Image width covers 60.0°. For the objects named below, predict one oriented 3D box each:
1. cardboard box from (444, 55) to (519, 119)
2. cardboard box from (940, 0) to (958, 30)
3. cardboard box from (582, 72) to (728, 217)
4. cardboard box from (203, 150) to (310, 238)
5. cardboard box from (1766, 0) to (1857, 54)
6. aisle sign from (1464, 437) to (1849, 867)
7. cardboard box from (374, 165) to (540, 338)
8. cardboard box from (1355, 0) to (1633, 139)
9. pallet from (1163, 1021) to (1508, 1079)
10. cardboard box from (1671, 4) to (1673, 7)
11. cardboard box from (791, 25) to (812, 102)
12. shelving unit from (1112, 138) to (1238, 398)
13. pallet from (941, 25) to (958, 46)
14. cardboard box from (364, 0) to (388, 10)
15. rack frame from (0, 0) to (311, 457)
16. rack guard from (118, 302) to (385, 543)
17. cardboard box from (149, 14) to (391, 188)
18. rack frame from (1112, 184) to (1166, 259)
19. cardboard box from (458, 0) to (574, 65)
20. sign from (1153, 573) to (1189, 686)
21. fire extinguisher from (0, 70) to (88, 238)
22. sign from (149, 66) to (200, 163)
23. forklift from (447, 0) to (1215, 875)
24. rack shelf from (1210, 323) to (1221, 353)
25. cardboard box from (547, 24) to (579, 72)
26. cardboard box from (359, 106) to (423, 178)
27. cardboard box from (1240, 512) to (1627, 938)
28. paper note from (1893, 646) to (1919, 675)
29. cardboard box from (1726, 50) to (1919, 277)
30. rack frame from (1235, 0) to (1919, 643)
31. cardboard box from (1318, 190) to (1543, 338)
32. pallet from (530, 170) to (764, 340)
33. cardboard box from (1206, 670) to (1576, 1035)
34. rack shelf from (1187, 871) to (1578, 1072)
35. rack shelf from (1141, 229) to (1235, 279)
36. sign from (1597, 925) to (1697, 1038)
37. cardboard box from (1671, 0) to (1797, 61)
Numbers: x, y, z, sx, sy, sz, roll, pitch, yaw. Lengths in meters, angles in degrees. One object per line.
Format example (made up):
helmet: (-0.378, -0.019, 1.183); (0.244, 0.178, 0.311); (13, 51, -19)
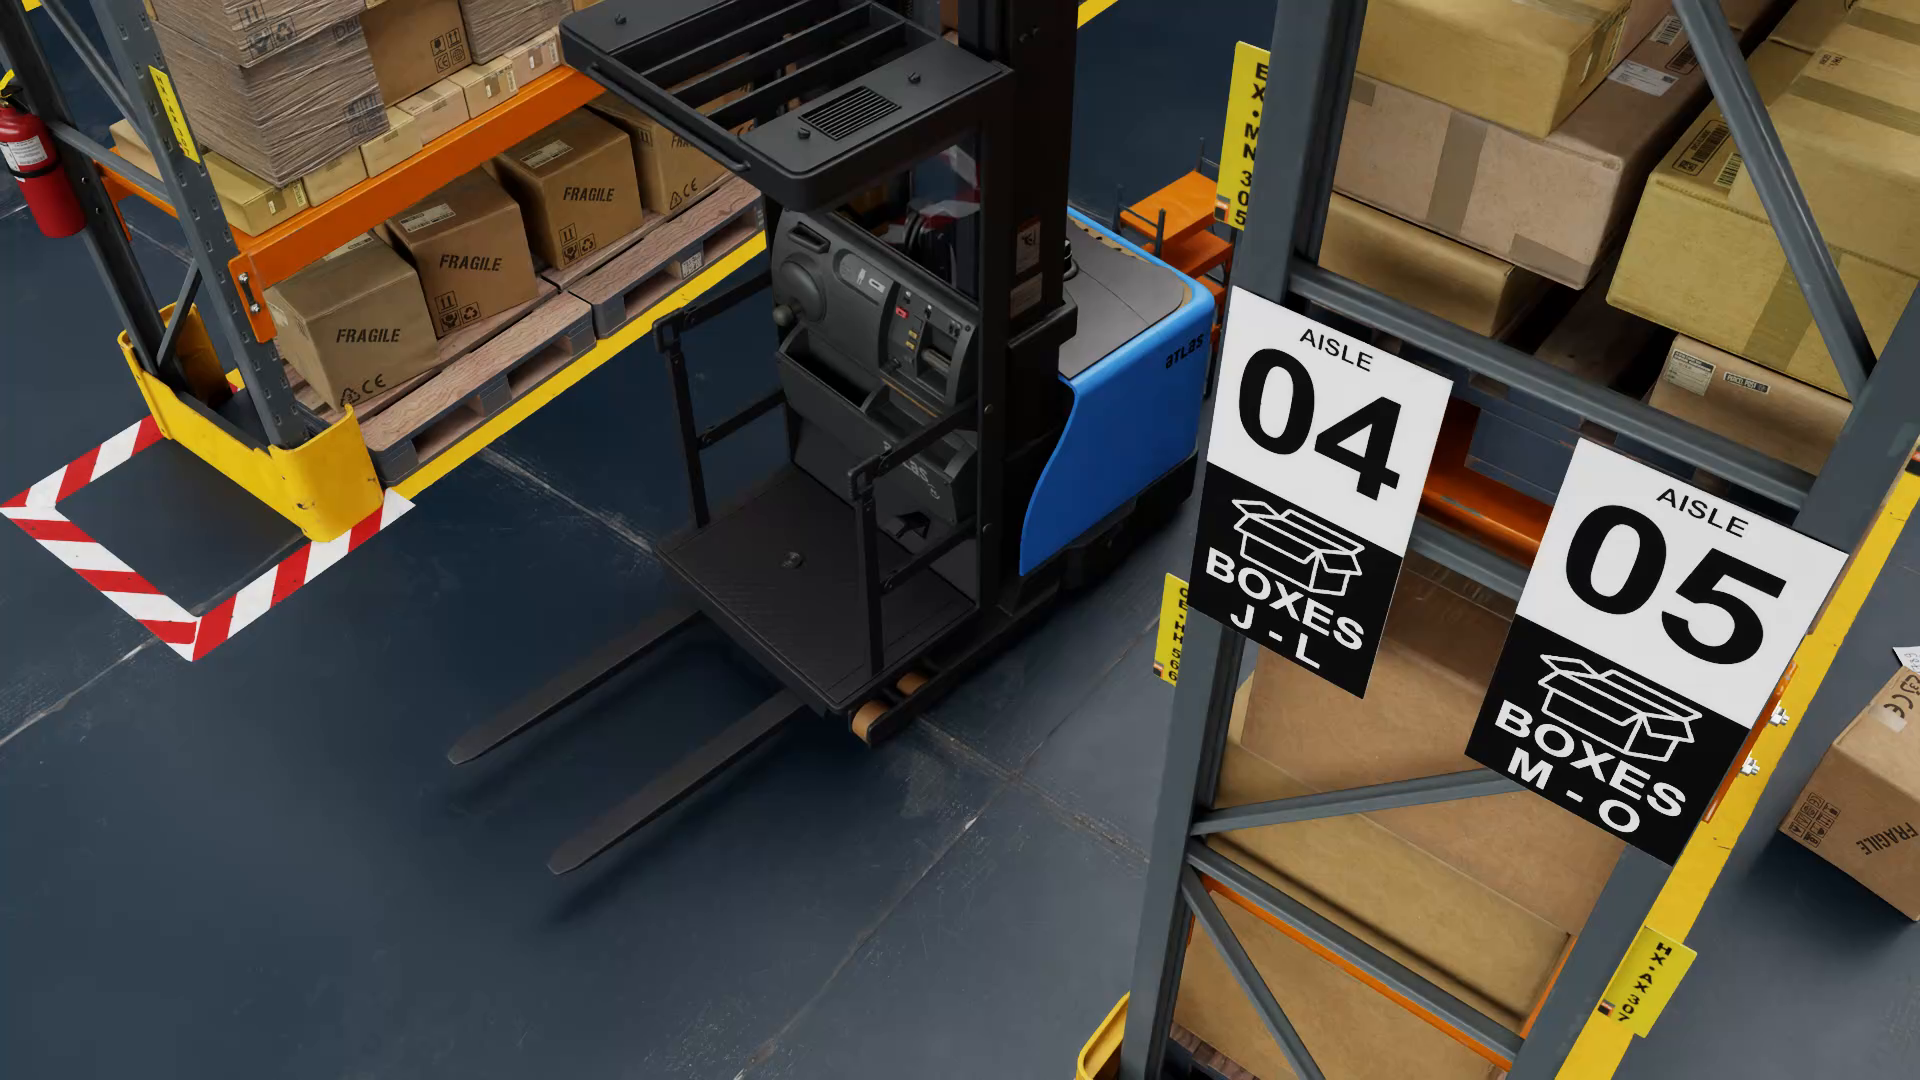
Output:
cardboard box: (-1.987, -1.853, 6.619); (0.380, 0.149, 0.250); (29, 53, 25)
cardboard box: (-0.140, -3.238, 9.193); (0.700, 0.500, 0.500); (25, 51, 22)
cardboard box: (-1.470, -1.957, 7.983); (0.500, 0.500, 0.500); (25, 51, 22)
cardboard box: (-2.615, -1.290, 6.081); (0.380, 0.149, 0.250); (29, 53, 25)
cardboard box: (1.693, -0.789, 2.893); (0.500, 0.250, 0.500); (29, 53, 25)
aisle sign: (1.080, 0.207, 2.680); (0.394, 0.787, 0.004); (29, 53, 25)
cardboard box: (-2.244, -1.308, 7.363); (0.500, 0.500, 0.500); (-29, 53, -25)
cardboard box: (0.823, -0.815, 2.643); (0.380, 0.149, 0.250); (30, 53, 25)
pallet: (1.313, 1.403, 5.264); (1.003, 0.211, 1.213); (29, 53, 25)
cardboard box: (1.134, -1.104, 2.919); (0.380, 0.149, 0.250); (30, 53, 26)
cardboard box: (-0.808, -2.678, 8.672); (0.500, 0.500, 0.500); (28, 52, 24)
shelving unit: (0.855, -0.998, 6.866); (0.503, 1.200, 0.258); (-34, 55, -30)
pallet: (-0.057, -3.091, 9.556); (1.003, 0.211, 1.213); (29, 53, 25)
cardboard box: (-2.114, -2.279, 5.886); (0.500, 0.500, 0.500); (29, 53, 25)
rack frame: (-2.978, -1.319, 5.936); (1.000, 3.000, 0.127); (29, 53, 25)
rack guard: (-2.931, -0.499, 6.881); (1.175, 0.500, 0.348); (29, 53, 25)
cardboard box: (-2.620, -1.759, 6.081); (0.875, 0.500, 0.500); (29, 53, 25)
rack frame: (0.678, -0.879, 6.745); (0.015, 1.200, 0.240); (-34, 55, -30)
cardboard box: (-2.069, -2.365, 6.660); (0.875, 0.500, 0.500); (29, 53, 25)
sign: (0.465, 0.202, 3.518); (0.100, 0.325, 0.005); (29, 53, 25)
fire extinguisher: (-3.412, -1.430, 6.096); (0.296, 0.674, 0.183); (29, 53, 25)
sign: (-2.548, -1.378, 5.393); (0.100, 0.325, 0.005); (29, 53, 25)
forklift: (-0.450, -0.701, 5.392); (3.031, 2.935, 1.130); (-35, 55, -29)
rack shelf: (0.851, -0.811, 7.055); (0.480, 0.148, 0.258); (-34, 55, -30)
cardboard box: (-1.621, -2.105, 6.860); (0.380, 0.149, 0.250); (29, 53, 25)
cardboard box: (-2.282, -1.561, 6.340); (0.380, 0.149, 0.250); (29, 53, 25)
cardboard box: (1.143, 0.312, 3.527); (0.875, 0.550, 0.550); (29, 53, 25)
paper note: (3.637, 0.453, 6.296); (0.147, 0.020, 0.142); (-2, 46, -2)
cardboard box: (1.341, -0.523, 2.363); (0.380, 0.149, 0.250); (30, 53, 25)
rack frame: (0.886, -1.141, 1.616); (1.000, 3.000, 0.127); (29, 53, 25)
cardboard box: (0.821, -0.537, 2.929); (0.380, 0.149, 0.250); (29, 53, 25)
pallet: (-1.660, -1.544, 8.078); (1.003, 0.211, 1.213); (29, 53, 25)
cardboard box: (1.077, 0.647, 3.953); (0.875, 0.550, 0.550); (29, 53, 25)
rack shelf: (2.108, 0.036, 5.139); (1.077, 0.370, 4.000); (29, 53, 25)
rack shelf: (0.857, -1.107, 6.754); (0.480, 0.148, 0.258); (-34, 55, -30)
sign: (1.321, 0.854, 3.206); (0.100, 0.325, 0.005); (29, 53, 25)
cardboard box: (1.270, -1.024, 3.118); (0.500, 0.250, 0.500); (29, 53, 25)
